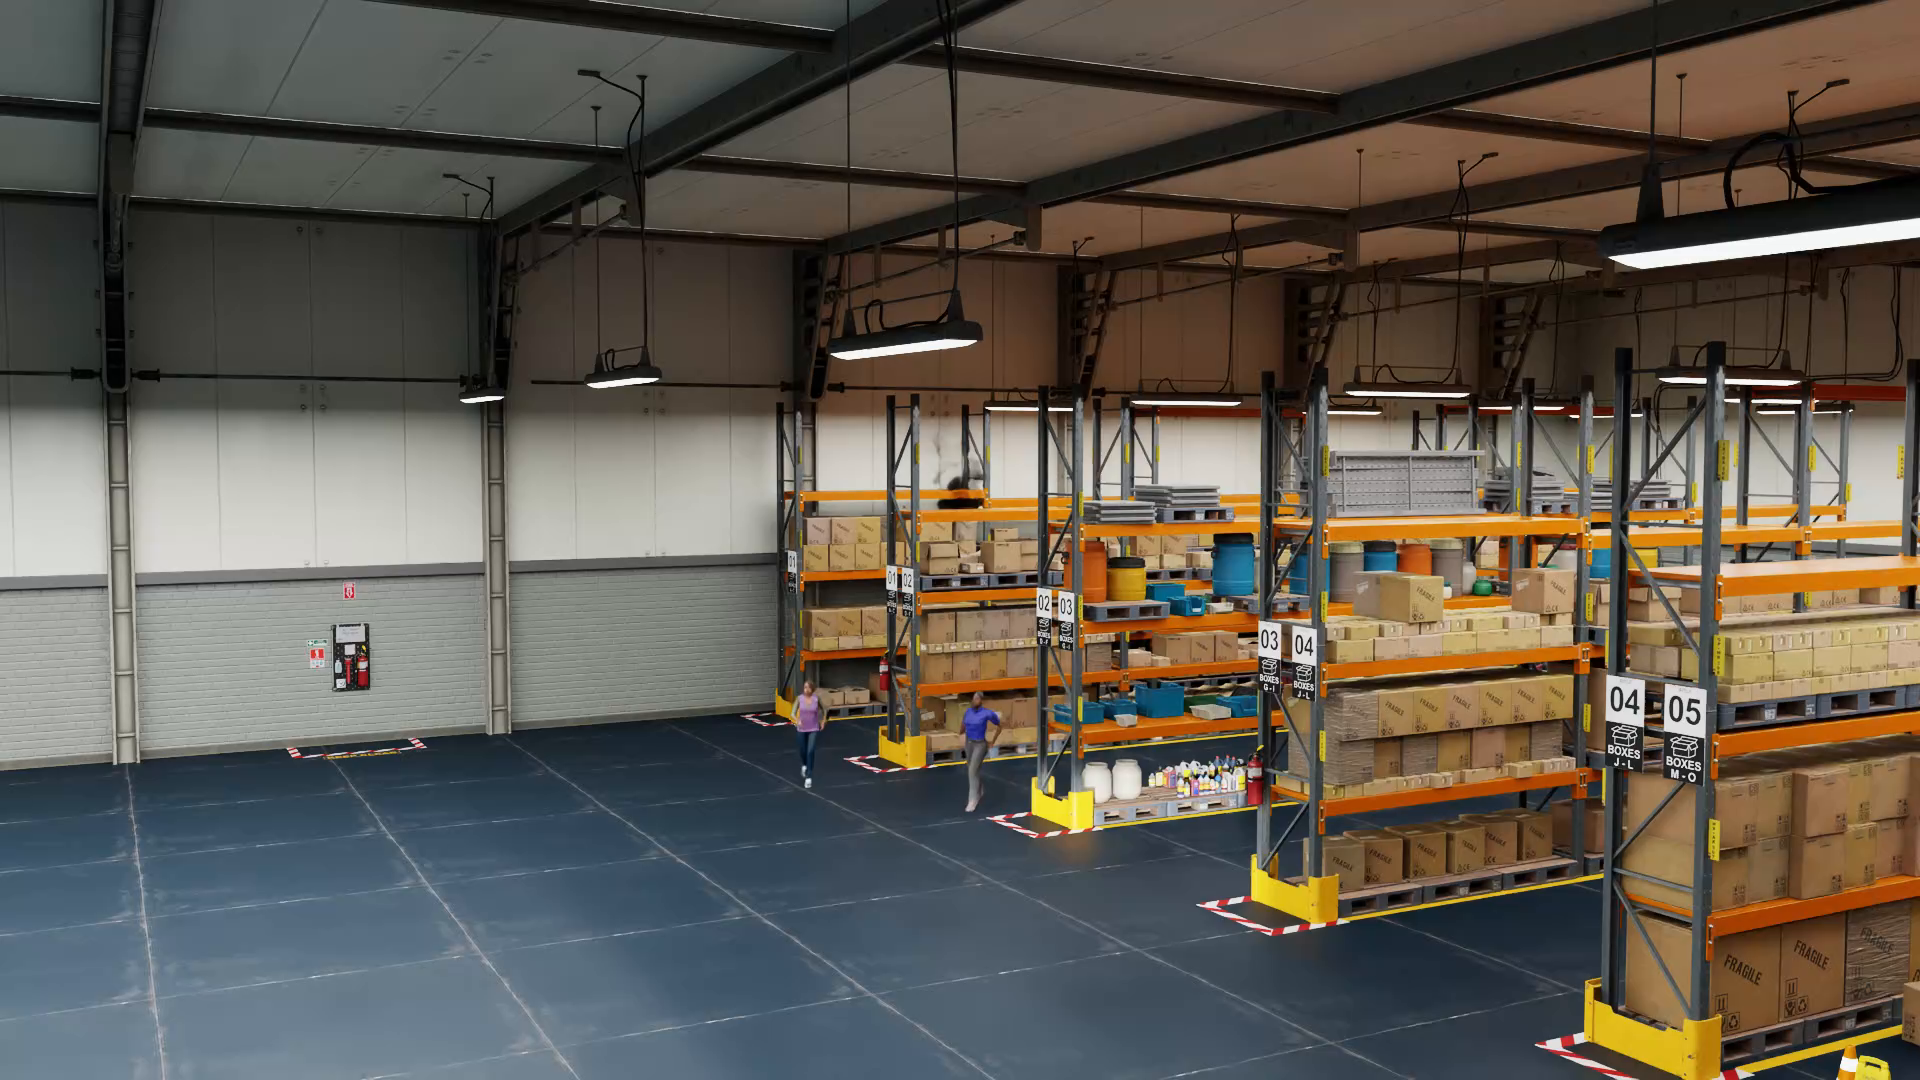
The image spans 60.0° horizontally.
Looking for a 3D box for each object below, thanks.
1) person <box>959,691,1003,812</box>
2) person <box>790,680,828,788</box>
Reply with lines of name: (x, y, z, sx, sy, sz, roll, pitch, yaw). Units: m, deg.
person: (0.259, 3.004, 23.730, 0.599, 1.720, 0.692, 3, 4, 38)
person: (-2.309, 2.935, 25.468, 0.566, 1.606, 0.744, 0, 3, -1)
